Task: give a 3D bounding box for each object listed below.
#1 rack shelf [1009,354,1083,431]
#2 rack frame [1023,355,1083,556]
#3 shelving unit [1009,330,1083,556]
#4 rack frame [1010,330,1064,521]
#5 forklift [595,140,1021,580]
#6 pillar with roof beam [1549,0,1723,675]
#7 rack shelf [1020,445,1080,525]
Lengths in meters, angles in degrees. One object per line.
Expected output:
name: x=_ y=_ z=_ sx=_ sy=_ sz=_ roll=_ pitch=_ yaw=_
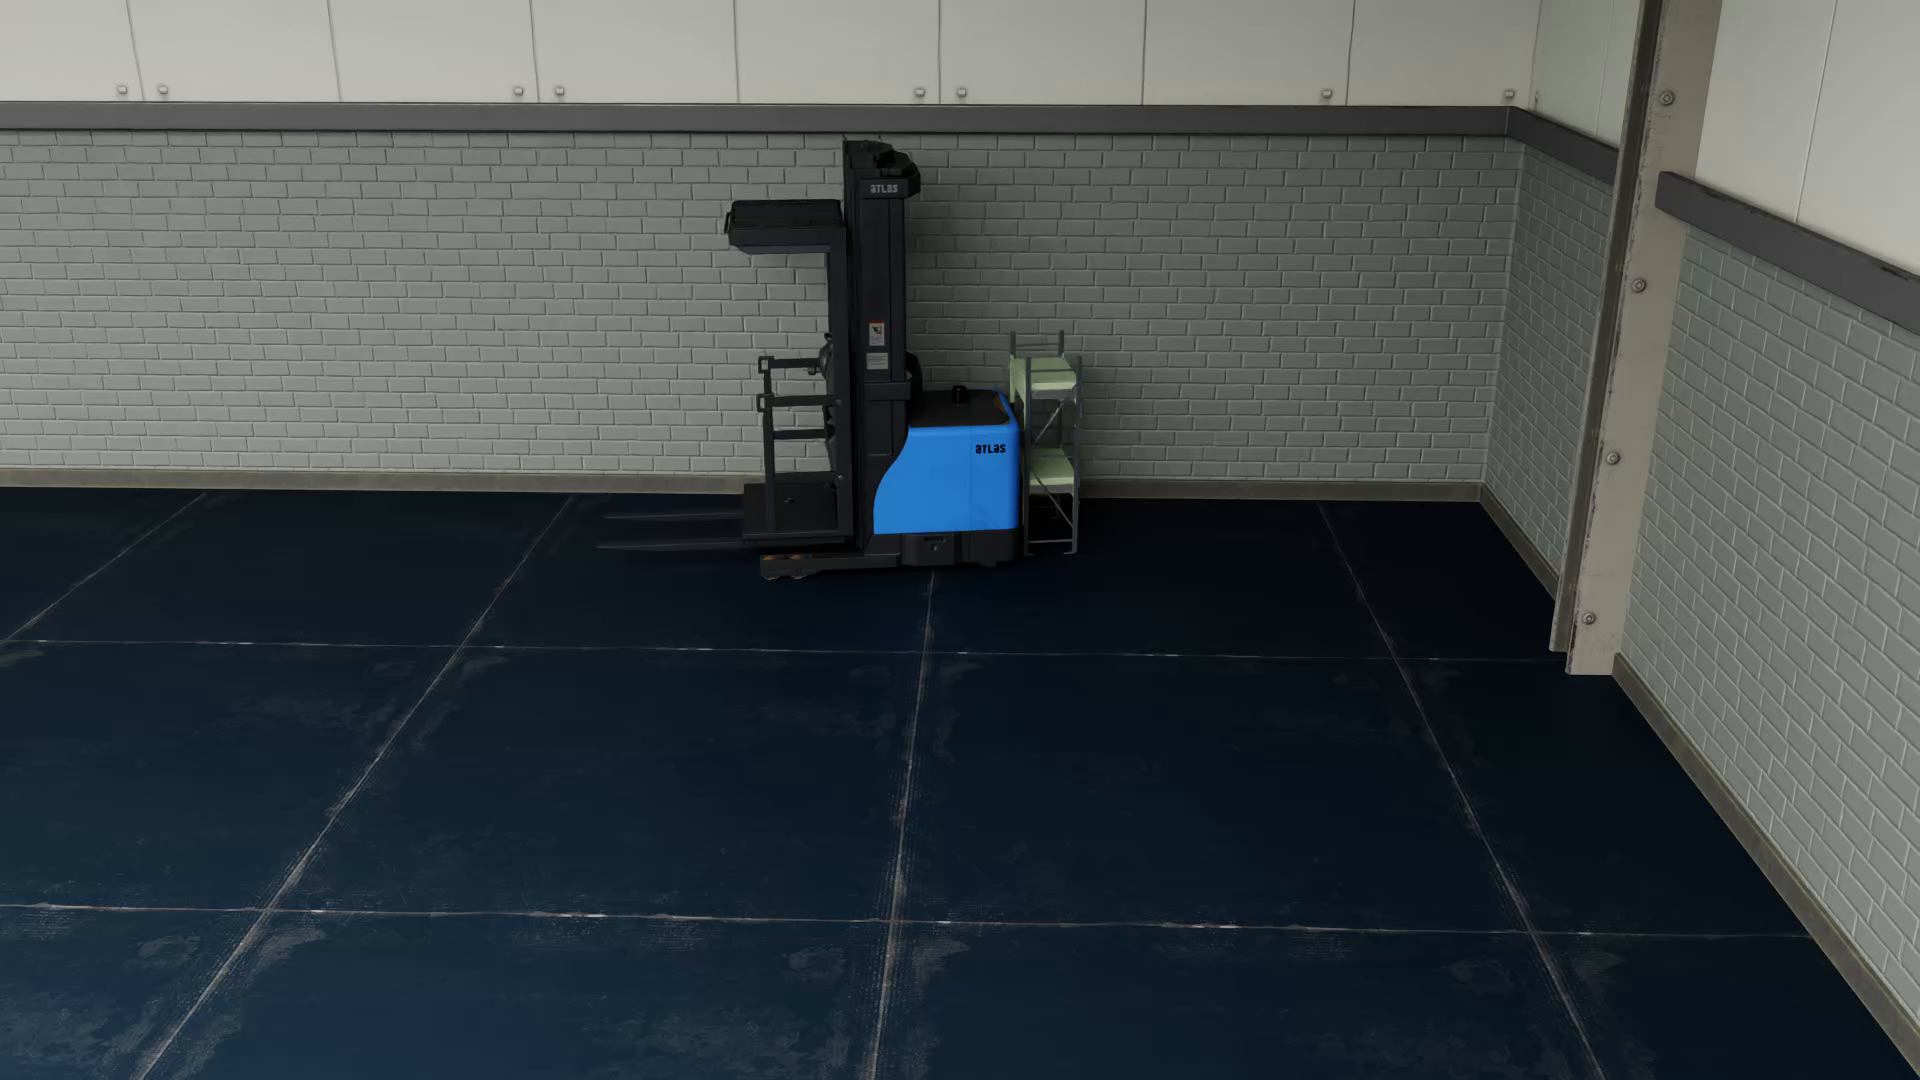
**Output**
rack shelf: x=0.621 y=-1.090 z=12.187 sx=0.431 sy=0.370 sz=0.720 roll=-2 pitch=21 yaw=-6
rack frame: x=0.664 y=-0.595 z=11.989 sx=0.400 sy=1.500 sz=0.023 roll=-2 pitch=21 yaw=-6
shelving unit: x=0.621 y=-0.727 z=12.328 sx=0.431 sy=1.500 sz=0.755 roll=-2 pitch=21 yaw=-6
rack frame: x=0.577 y=-0.858 z=12.667 sx=0.400 sy=1.500 sz=0.023 roll=-2 pitch=21 yaw=-6
forklift: x=-1.113 y=-1.284 z=11.787 sx=3.031 sy=2.935 sz=1.130 roll=-2 pitch=21 yaw=-6
pillar with roof beam: x=-0.353 y=-3.475 z=9.046 sx=9.100 sy=9.000 sz=0.400 roll=1 pitch=21 yaw=2
rack shelf: x=0.621 y=-0.423 z=12.446 sx=0.431 sy=0.370 sz=0.720 roll=-2 pitch=21 yaw=-6
